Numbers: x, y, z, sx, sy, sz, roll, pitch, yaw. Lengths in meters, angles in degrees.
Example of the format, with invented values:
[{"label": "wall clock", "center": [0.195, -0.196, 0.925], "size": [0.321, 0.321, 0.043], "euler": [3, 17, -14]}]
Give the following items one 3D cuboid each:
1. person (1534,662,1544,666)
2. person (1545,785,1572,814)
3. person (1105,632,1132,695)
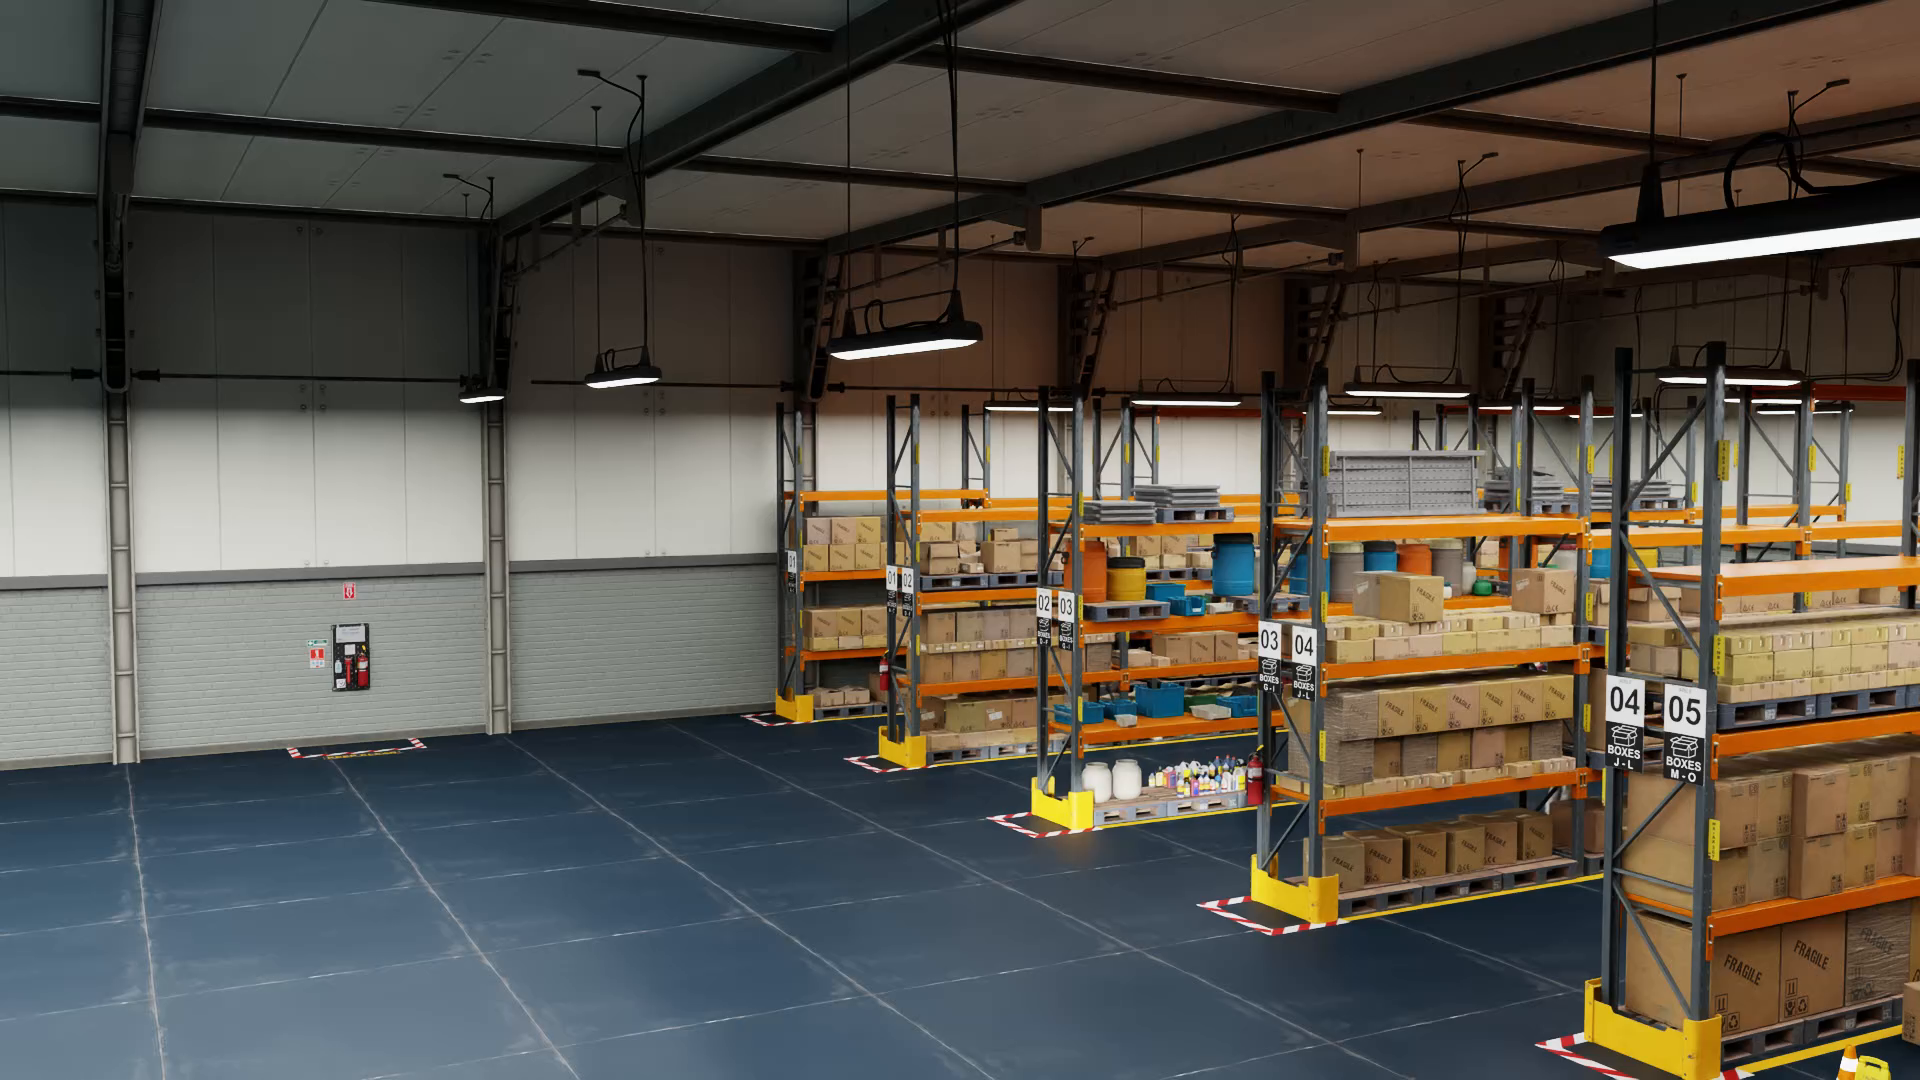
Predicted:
[{"label": "person", "center": [10.996, 2.495, 31.517], "size": [0.455, 1.814, 0.619], "euler": [0, 3, 2]}, {"label": "person", "center": [8.175, 3.066, 22.492], "size": [0.478, 1.691, 0.369], "euler": [2, 4, 37]}, {"label": "person", "center": [3.197, 2.415, 33.422], "size": [0.520, 1.718, 0.576], "euler": [1, 3, 13]}]
